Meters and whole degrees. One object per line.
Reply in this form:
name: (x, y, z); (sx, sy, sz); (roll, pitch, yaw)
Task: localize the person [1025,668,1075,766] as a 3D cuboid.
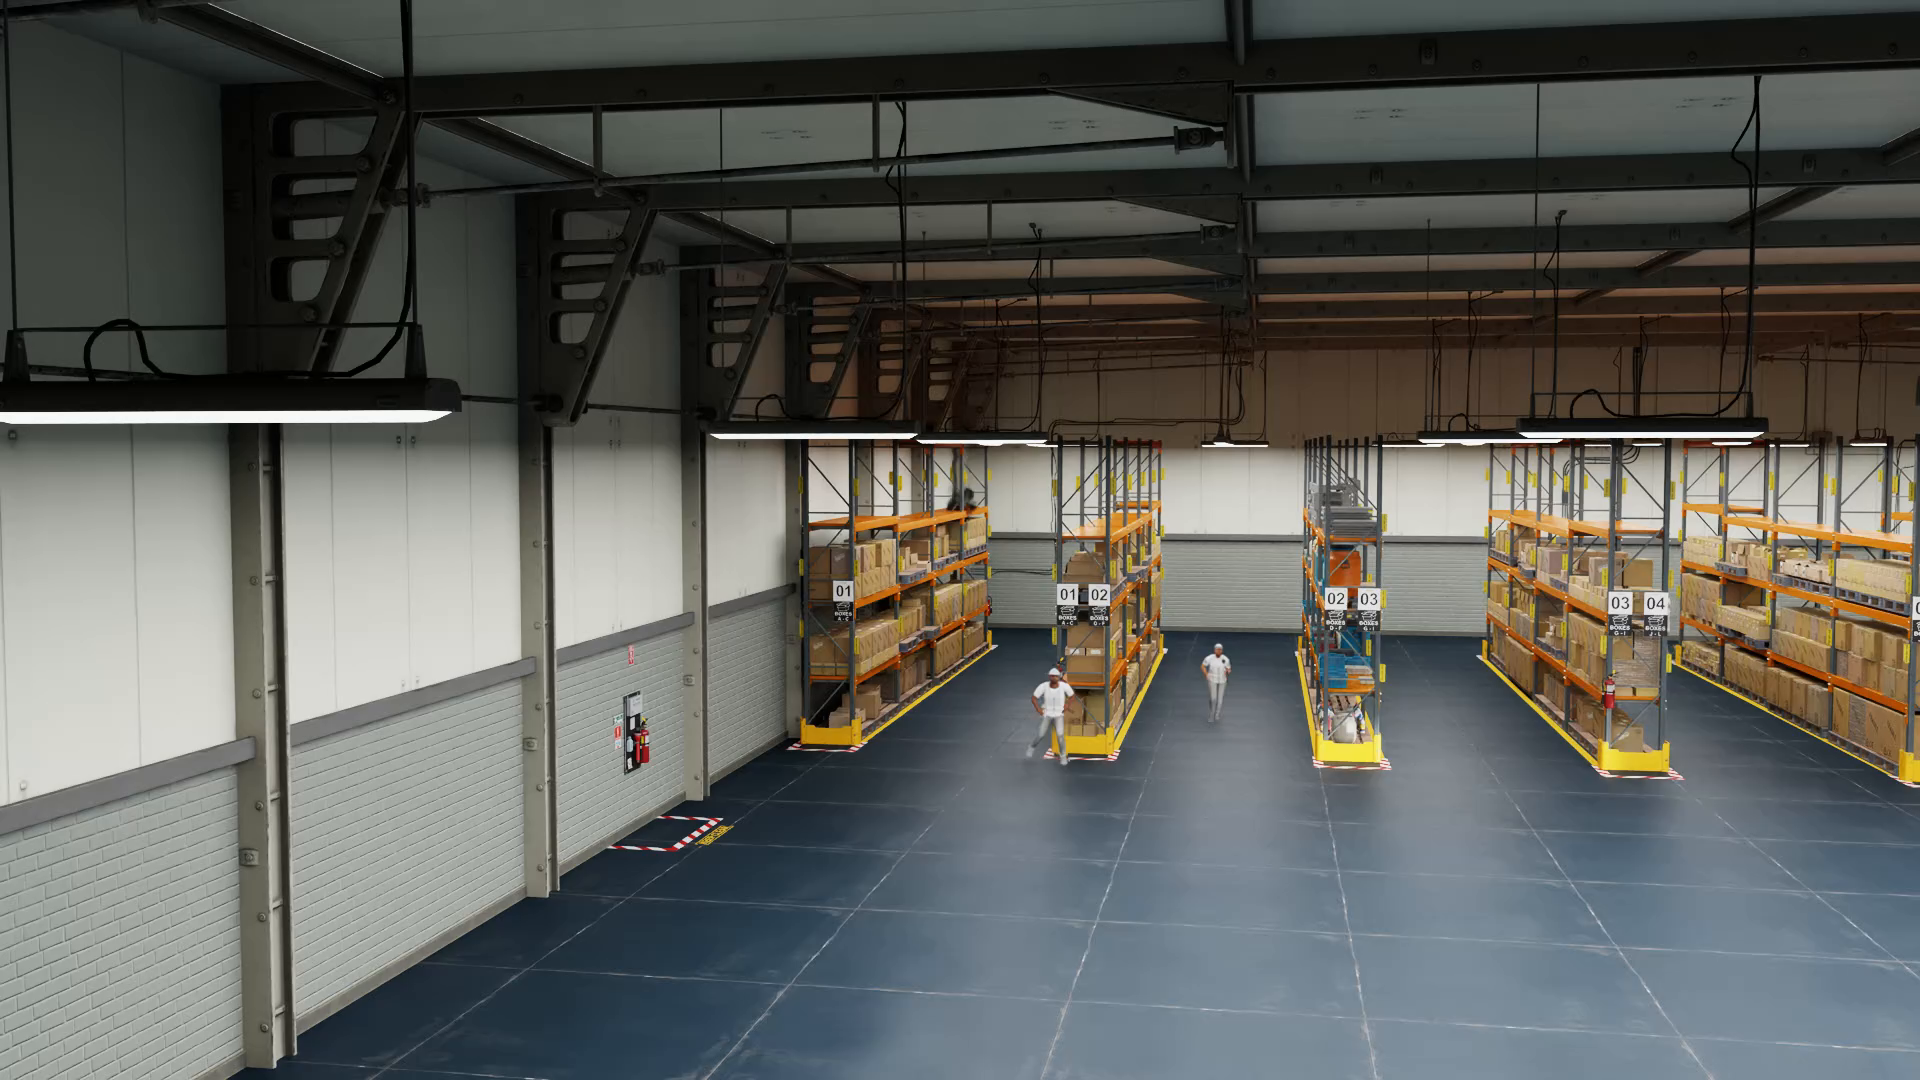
person: (1.662, 3.222, 30.503); (0.917, 1.763, 0.741); (0, 3, -2)

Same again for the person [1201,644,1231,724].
person: (5.400, 3.018, 34.920); (0.579, 1.687, 0.693); (0, 3, -4)
